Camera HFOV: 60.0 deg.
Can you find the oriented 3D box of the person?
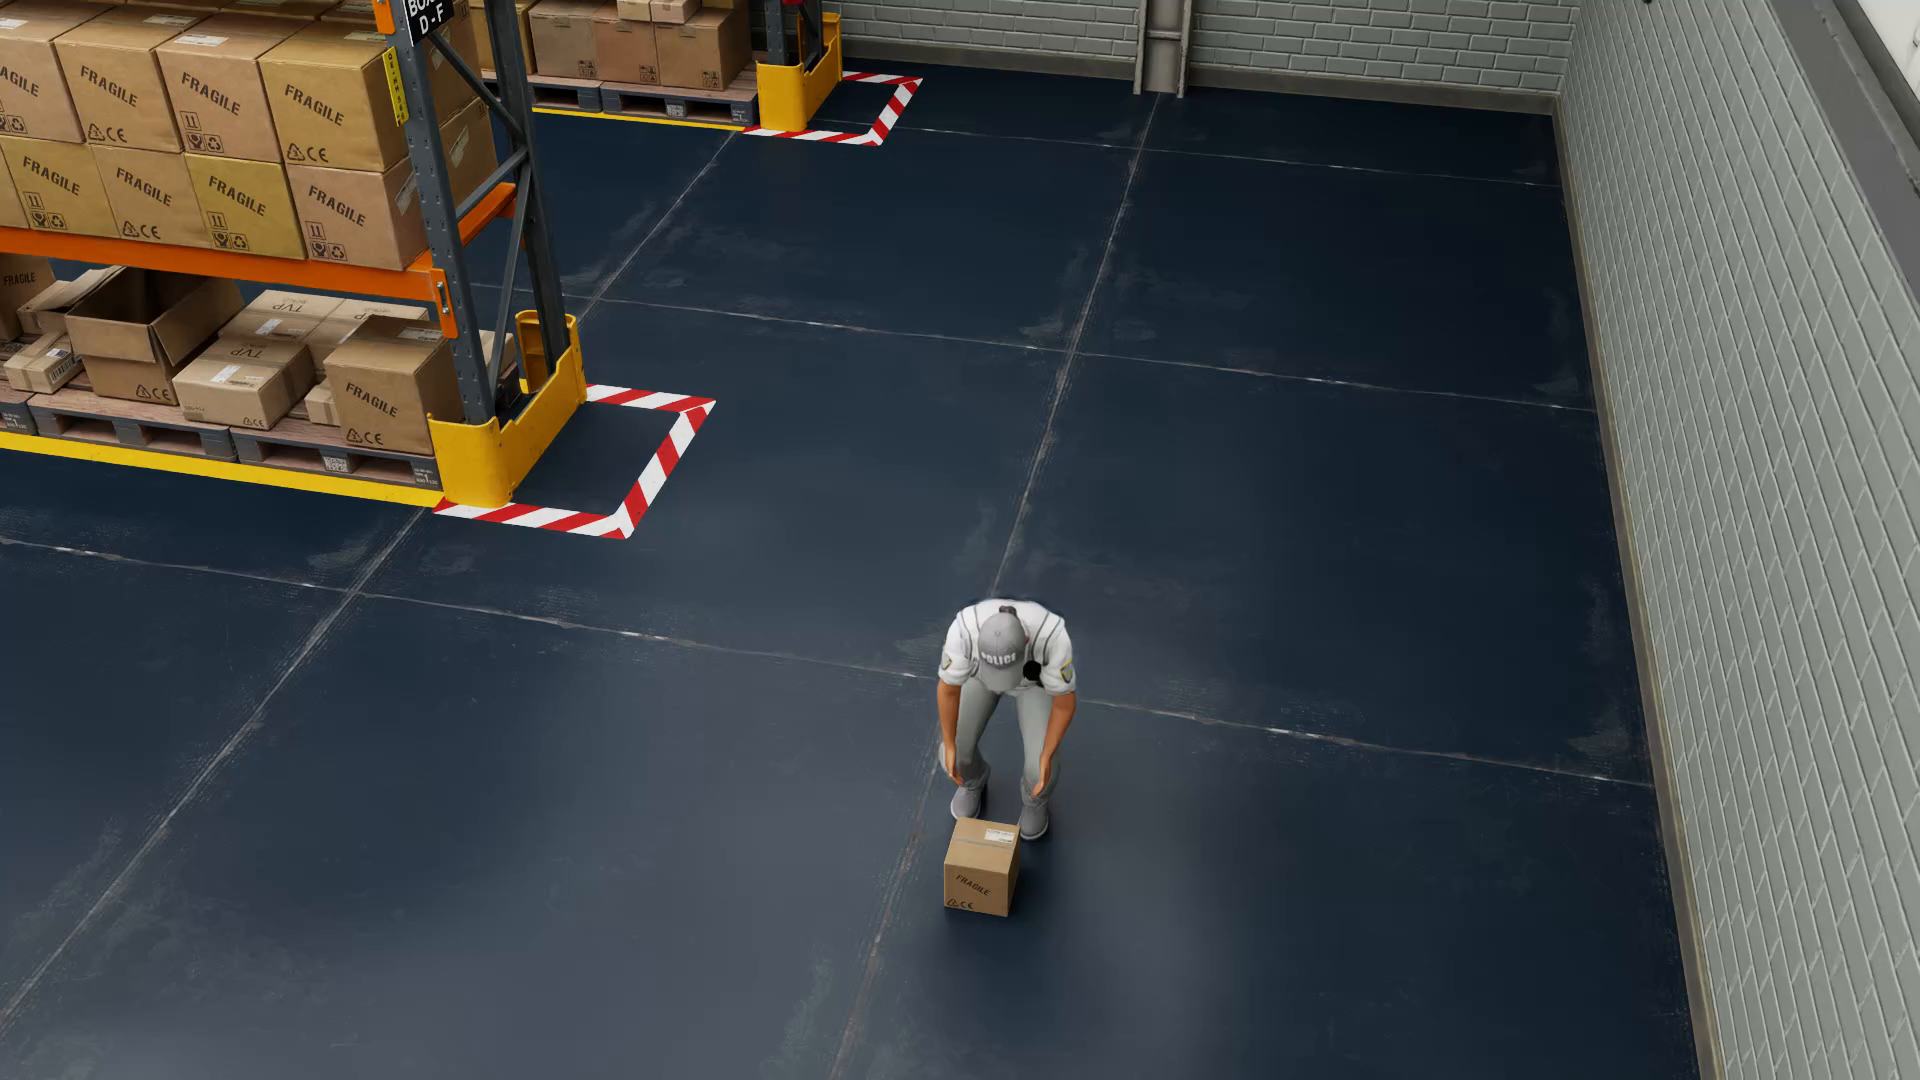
[{"bbox_3d":[0.198,0.631,6.459,0.538,1.265,0.785,8,37,10],"label":"person"}]
